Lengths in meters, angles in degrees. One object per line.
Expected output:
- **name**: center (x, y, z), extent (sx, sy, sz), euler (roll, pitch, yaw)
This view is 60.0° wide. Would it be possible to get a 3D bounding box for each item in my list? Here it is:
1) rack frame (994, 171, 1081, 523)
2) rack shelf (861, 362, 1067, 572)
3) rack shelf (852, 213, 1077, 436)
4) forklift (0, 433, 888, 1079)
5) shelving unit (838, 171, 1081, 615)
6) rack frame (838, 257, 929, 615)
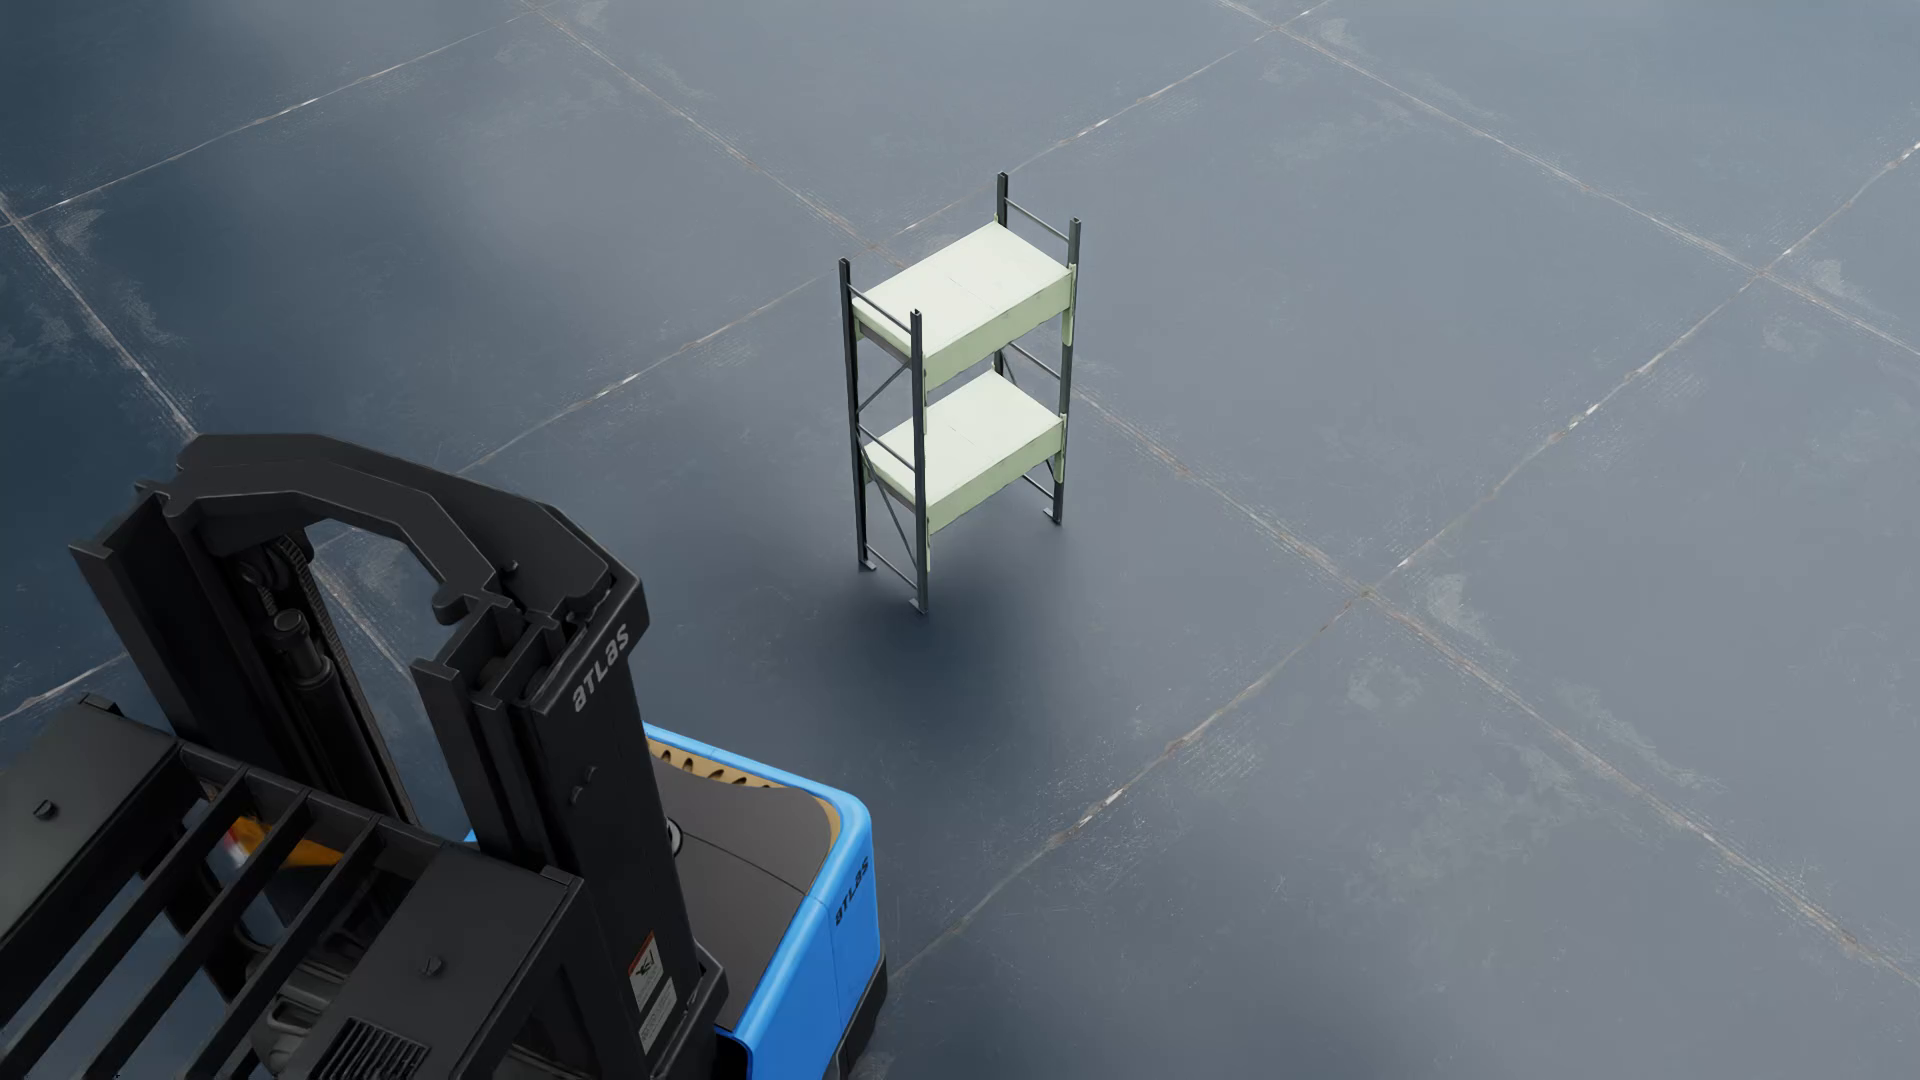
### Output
- **rack frame**: center (0.276, -0.693, 6.369), extent (0.023, 1.500, 0.400), euler (-34, 56, -27)
- **rack shelf**: center (0.005, -0.291, 6.441), extent (0.720, 0.370, 0.431), euler (-34, 56, -27)
- **rack shelf**: center (0.005, -0.777, 5.915), extent (0.720, 0.370, 0.431), euler (-34, 56, -27)
- **forklift**: center (-1.255, 1.333, 3.526), extent (1.130, 2.935, 3.031), euler (17, 49, 15)
- **shelving unit**: center (0.005, -0.512, 6.202), extent (0.755, 1.500, 0.431), euler (-34, 56, -27)
- **rack frame**: center (-0.266, -0.331, 6.035), extent (0.023, 1.500, 0.400), euler (-34, 56, -27)
